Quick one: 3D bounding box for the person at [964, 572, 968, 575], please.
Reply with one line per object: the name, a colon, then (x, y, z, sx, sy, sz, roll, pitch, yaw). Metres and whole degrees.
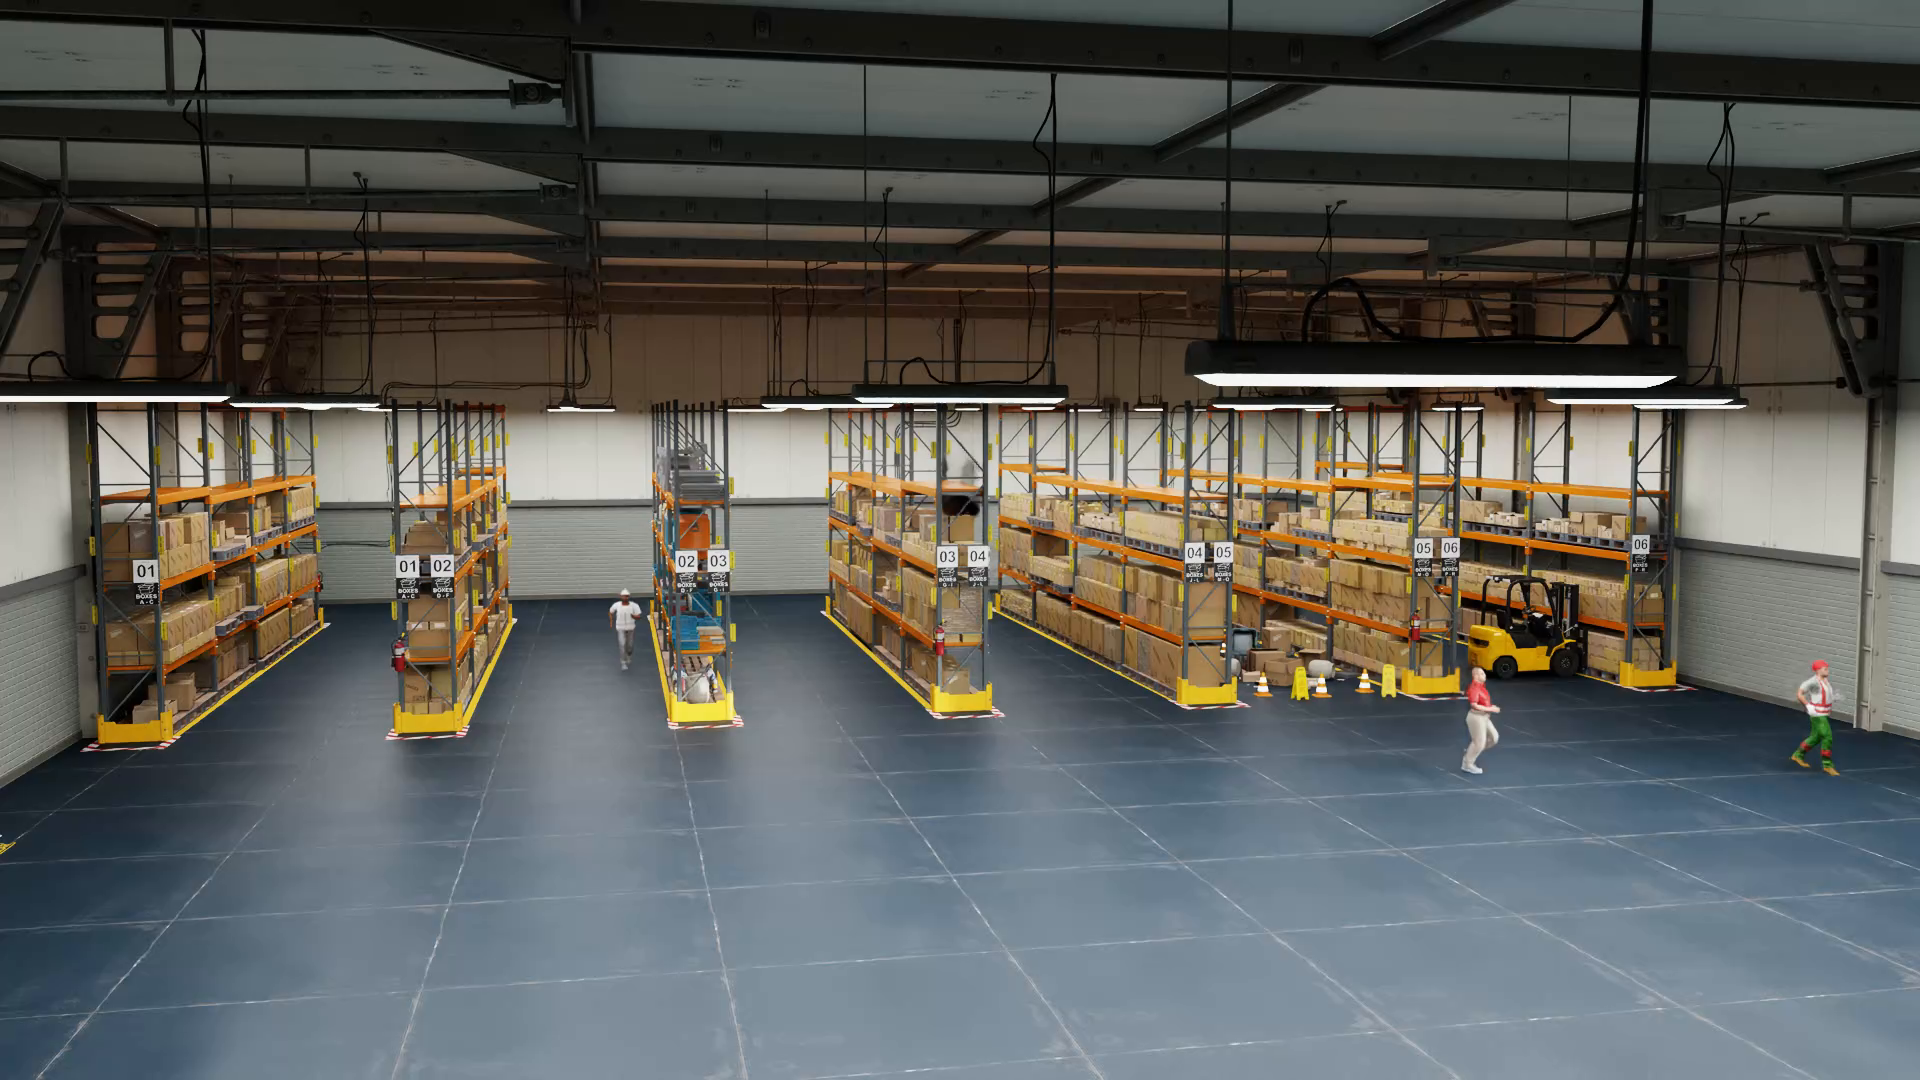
person: (0.400, 1.158, 49.113, 0.717, 1.717, 0.577, 3, 5, 37)

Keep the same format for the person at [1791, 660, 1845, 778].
person: (13.701, 2.820, 26.540, 0.640, 1.824, 0.814, -4, 6, -45)

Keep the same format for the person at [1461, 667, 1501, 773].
person: (8.336, 2.874, 26.565, 0.602, 1.687, 0.652, 2, 5, 28)

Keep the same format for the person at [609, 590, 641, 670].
person: (-7.516, 1.995, 37.390, 0.700, 1.754, 0.989, -1, 4, -16)
